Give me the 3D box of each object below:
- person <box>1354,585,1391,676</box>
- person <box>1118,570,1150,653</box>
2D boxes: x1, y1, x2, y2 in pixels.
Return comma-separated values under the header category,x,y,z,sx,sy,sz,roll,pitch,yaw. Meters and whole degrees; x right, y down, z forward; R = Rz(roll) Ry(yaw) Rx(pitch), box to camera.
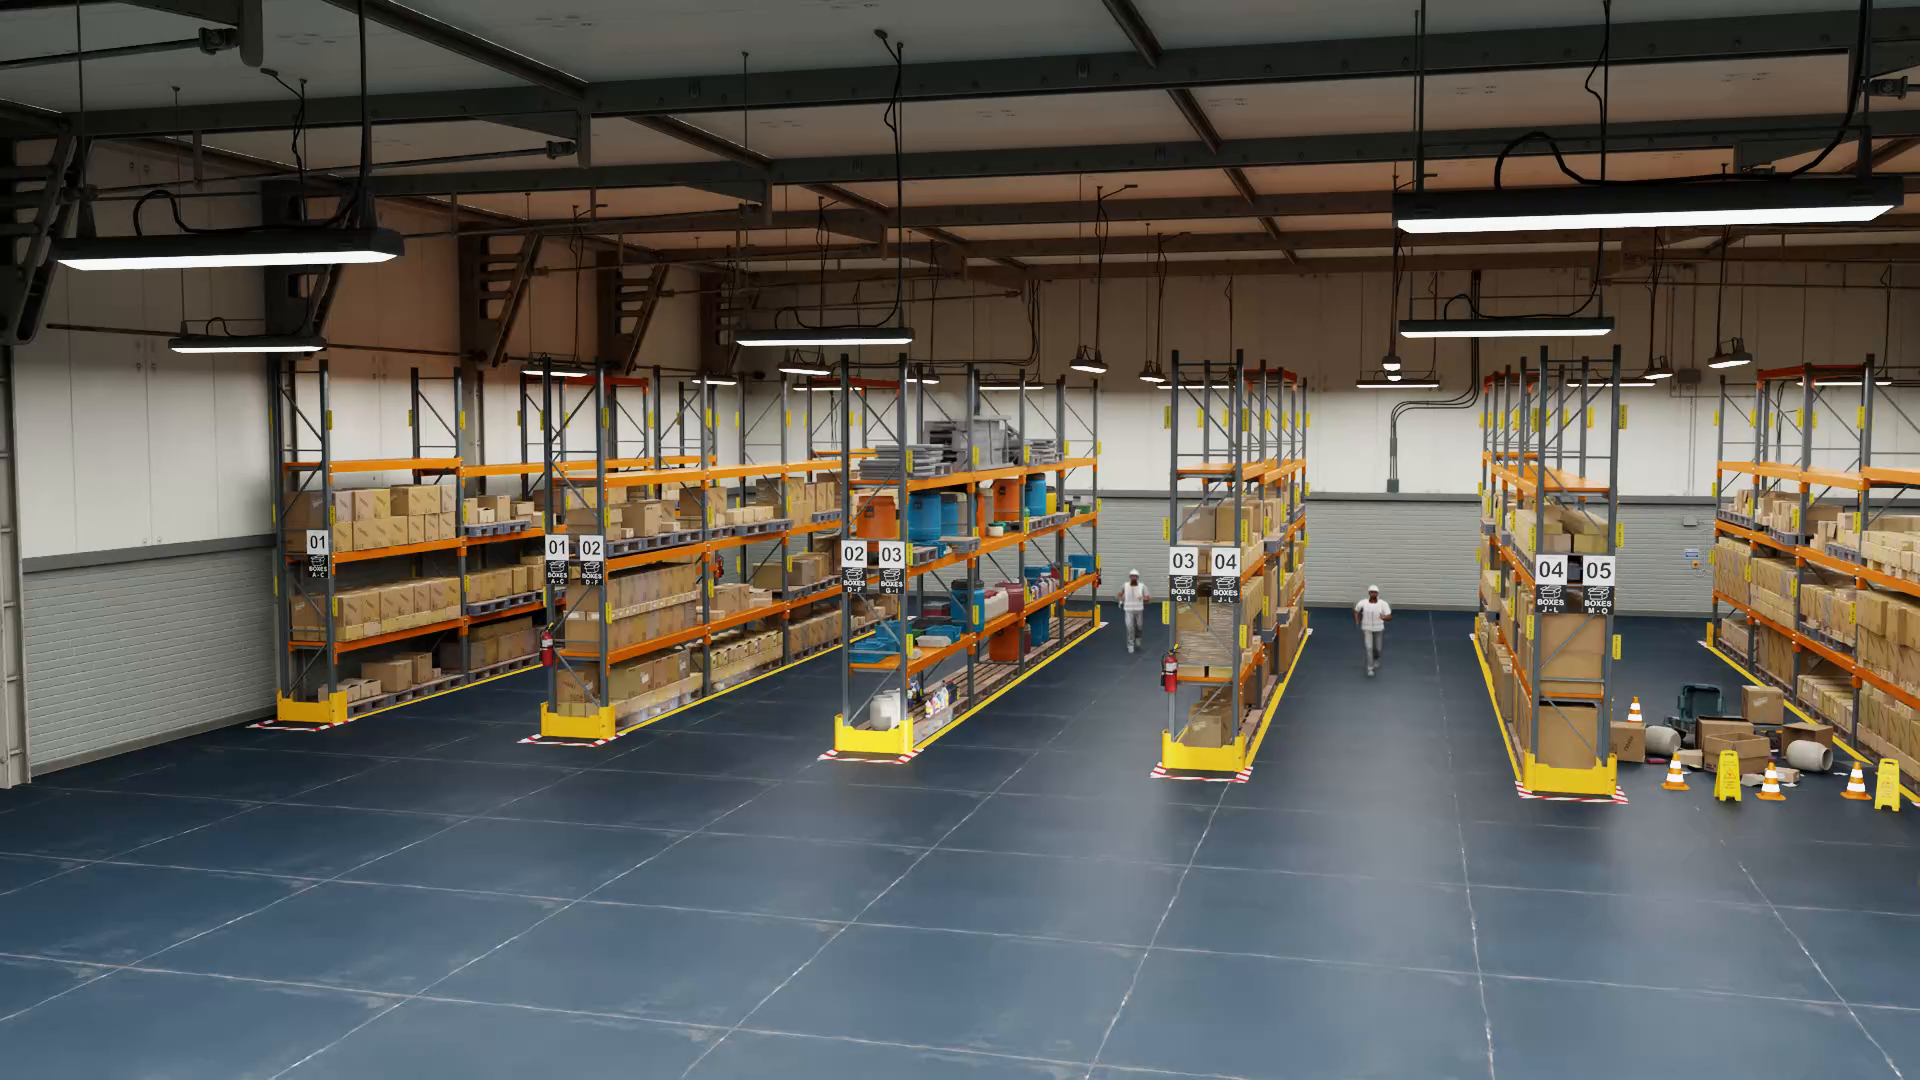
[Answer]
category,x,y,z,sx,sy,sz,roll,pitch,yaw
person,8.109,1.763,32.675,0.710,1.745,0.968,1,4,9
person,3.749,1.527,35.897,0.695,1.763,0.964,0,4,6
